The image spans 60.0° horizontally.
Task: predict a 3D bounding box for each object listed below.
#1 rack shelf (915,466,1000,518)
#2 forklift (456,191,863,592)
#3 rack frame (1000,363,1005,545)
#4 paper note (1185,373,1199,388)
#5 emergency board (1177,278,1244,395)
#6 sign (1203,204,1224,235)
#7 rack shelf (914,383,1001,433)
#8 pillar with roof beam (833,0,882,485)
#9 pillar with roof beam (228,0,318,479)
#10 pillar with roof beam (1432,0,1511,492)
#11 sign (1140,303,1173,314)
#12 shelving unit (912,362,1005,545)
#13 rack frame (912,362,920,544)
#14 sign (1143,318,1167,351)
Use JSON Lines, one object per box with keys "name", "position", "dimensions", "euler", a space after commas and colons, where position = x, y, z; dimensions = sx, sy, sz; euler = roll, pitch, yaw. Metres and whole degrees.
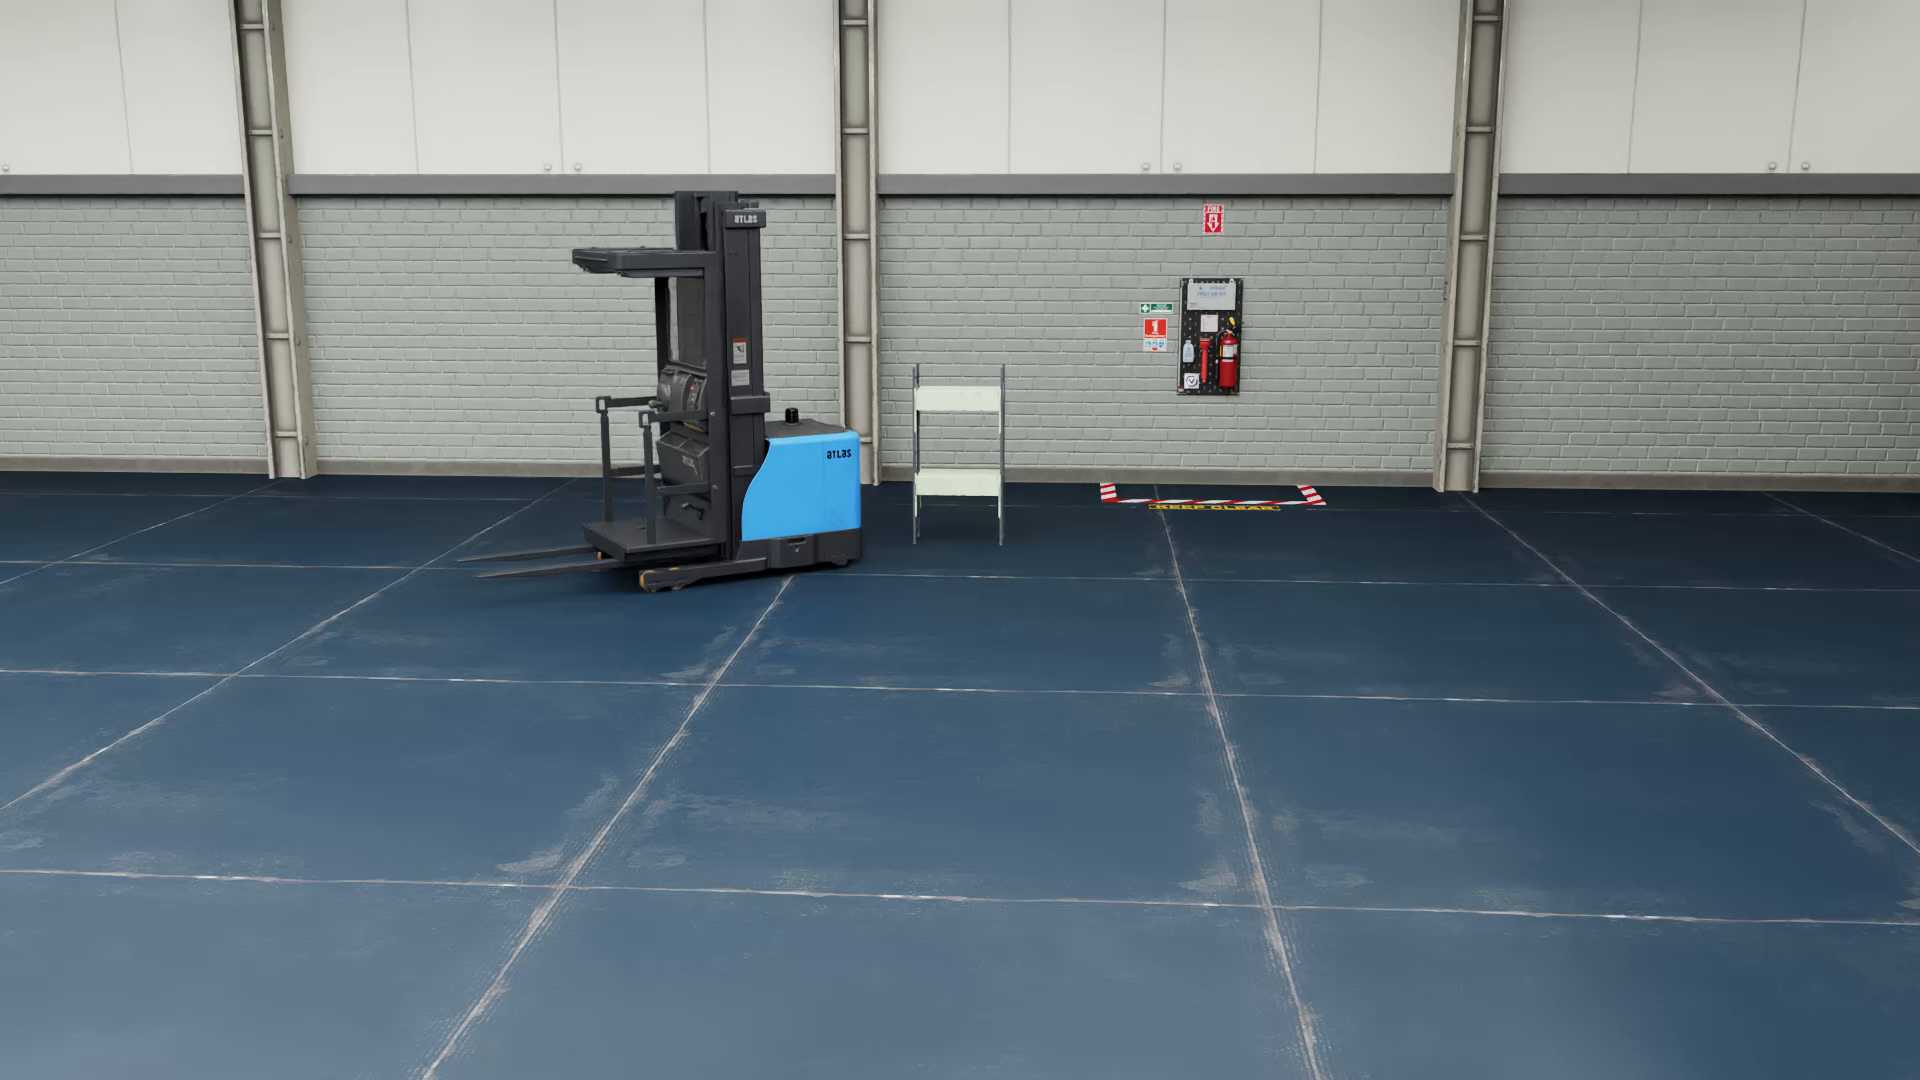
{"name": "rack shelf", "position": [-0.007, -0.415, 14.182], "dimensions": [0.720, 0.370, 0.431], "euler": [1, 12, 4]}
{"name": "forklift", "position": [-2.310, -1.166, 12.686], "dimensions": [3.031, 2.935, 1.130], "euler": [-7, 14, -29]}
{"name": "rack frame", "position": [0.359, -0.729, 14.091], "dimensions": [0.023, 1.500, 0.400], "euler": [1, 12, 4]}
{"name": "paper note", "position": [2.336, -1.604, 16.759], "dimensions": [0.142, 0.148, 0.016], "euler": [1, 12, 4]}
{"name": "emergency board", "position": [2.508, -2.018, 16.590], "dimensions": [0.643, 1.169, 0.194], "euler": [1, 12, 4]}
{"name": "sign", "position": [2.506, -3.173, 16.451], "dimensions": [0.199, 0.298, 0.001], "euler": [1, 12, 4]}
{"name": "rack shelf", "position": [-0.007, -1.116, 14.035], "dimensions": [0.720, 0.370, 0.431], "euler": [1, 12, 4]}
{"name": "pillar with roof beam", "position": [-1.303, -4.116, 11.965], "dimensions": [0.400, 9.000, 9.100], "euler": [1, 12, 4]}
{"name": "pillar with roof beam", "position": [-7.290, -4.198, 12.358], "dimensions": [0.400, 9.000, 9.100], "euler": [1, 12, 4]}
{"name": "pillar with roof beam", "position": [4.683, -4.034, 11.573], "dimensions": [0.400, 9.000, 9.100], "euler": [1, 12, 4]}
{"name": "sign", "position": [1.967, -2.322, 16.660], "dimensions": [0.331, 0.109, 0.001], "euler": [1, 12, 4]}
{"name": "shelving unit", "position": [-0.007, -0.734, 14.115], "dimensions": [0.755, 1.500, 0.431], "euler": [1, 12, 4]}
{"name": "rack frame", "position": [-0.372, -0.739, 14.139], "dimensions": [0.023, 1.500, 0.400], "euler": [1, 12, 4]}
{"name": "sign", "position": [1.963, -2.064, 16.724], "dimensions": [0.234, 0.329, 0.001], "euler": [1, 12, 4]}
